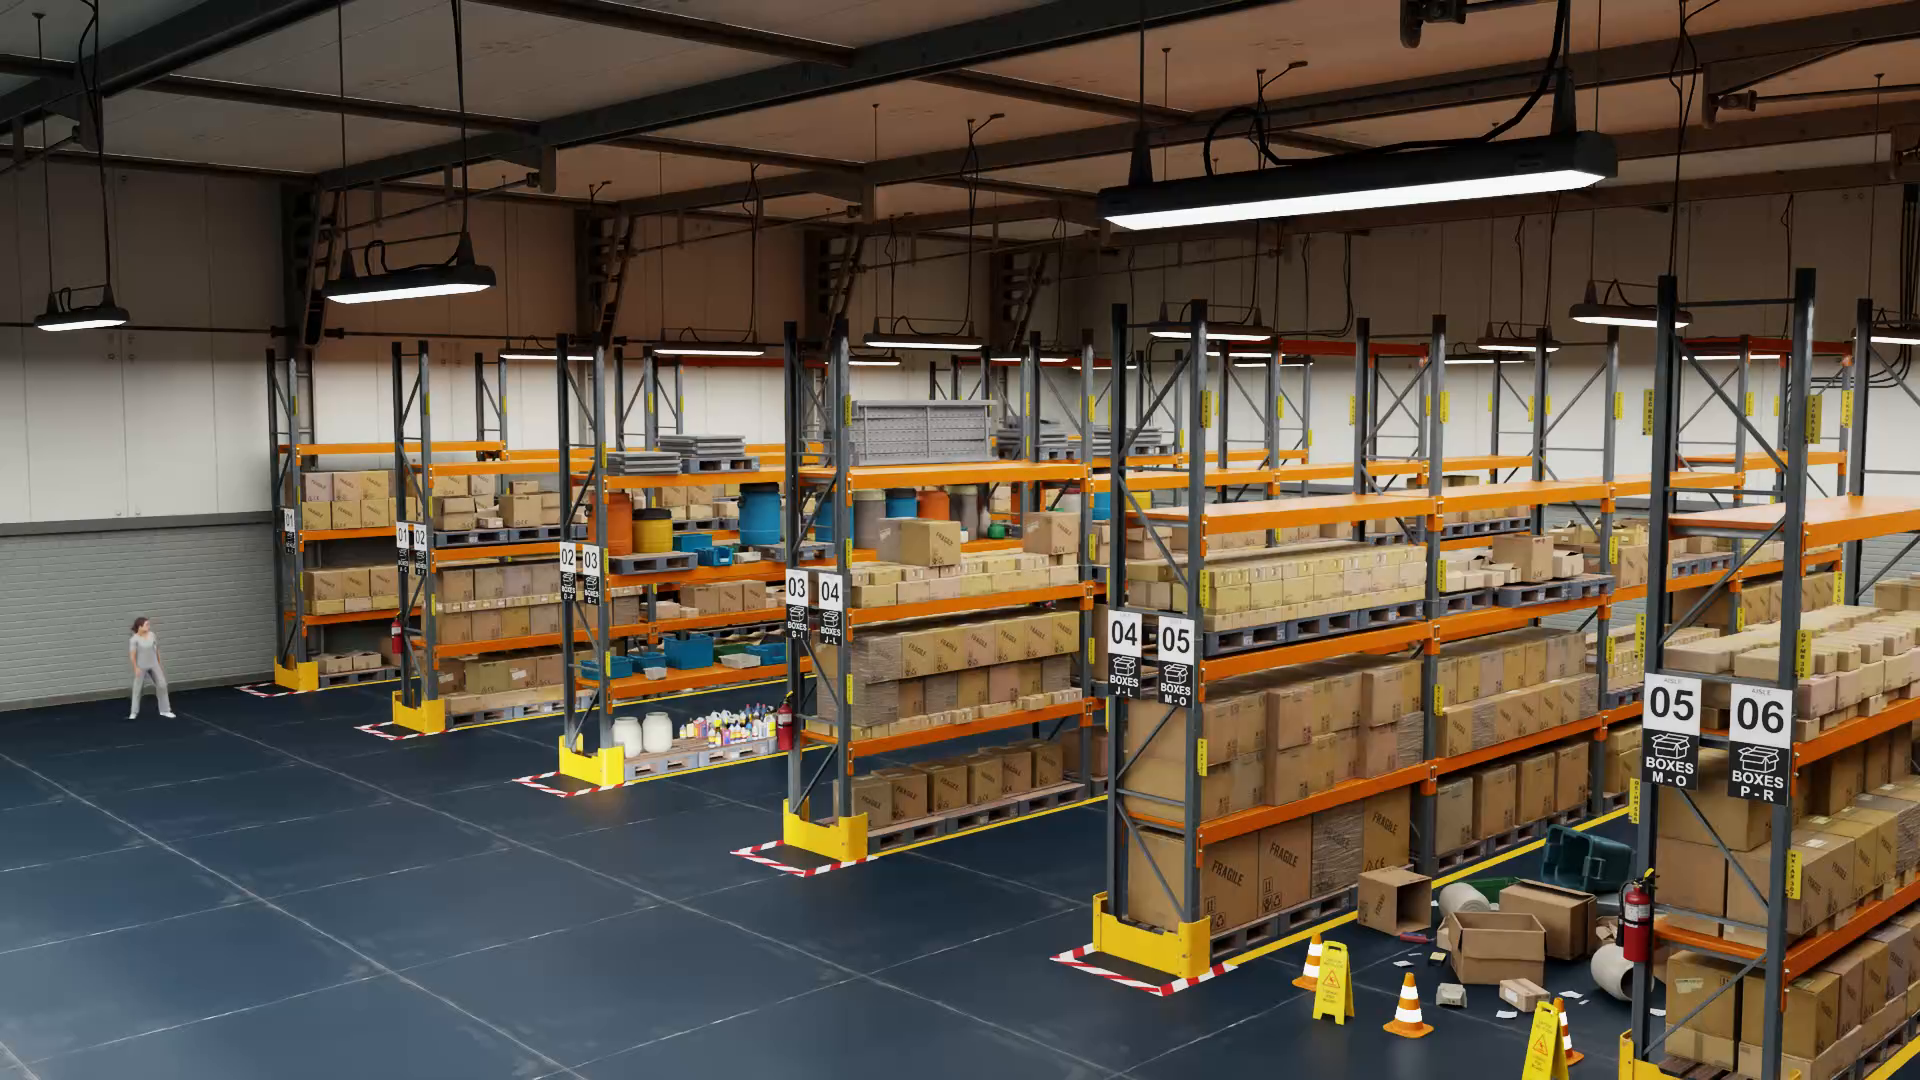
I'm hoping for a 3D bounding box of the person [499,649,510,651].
[{"bbox_3d":[-8.216,1.714,29.855,0.609,1.798,0.574,-3,6,-29],"label":"person"}]

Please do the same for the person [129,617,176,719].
[{"bbox_3d":[-13.018,2.063,26.685,0.547,1.709,0.625,4,7,41],"label":"person"}]

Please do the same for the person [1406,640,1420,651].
[{"bbox_3d":[6.731,2.186,24.586,0.374,1.747,0.719,5,7,42],"label":"person"}]
